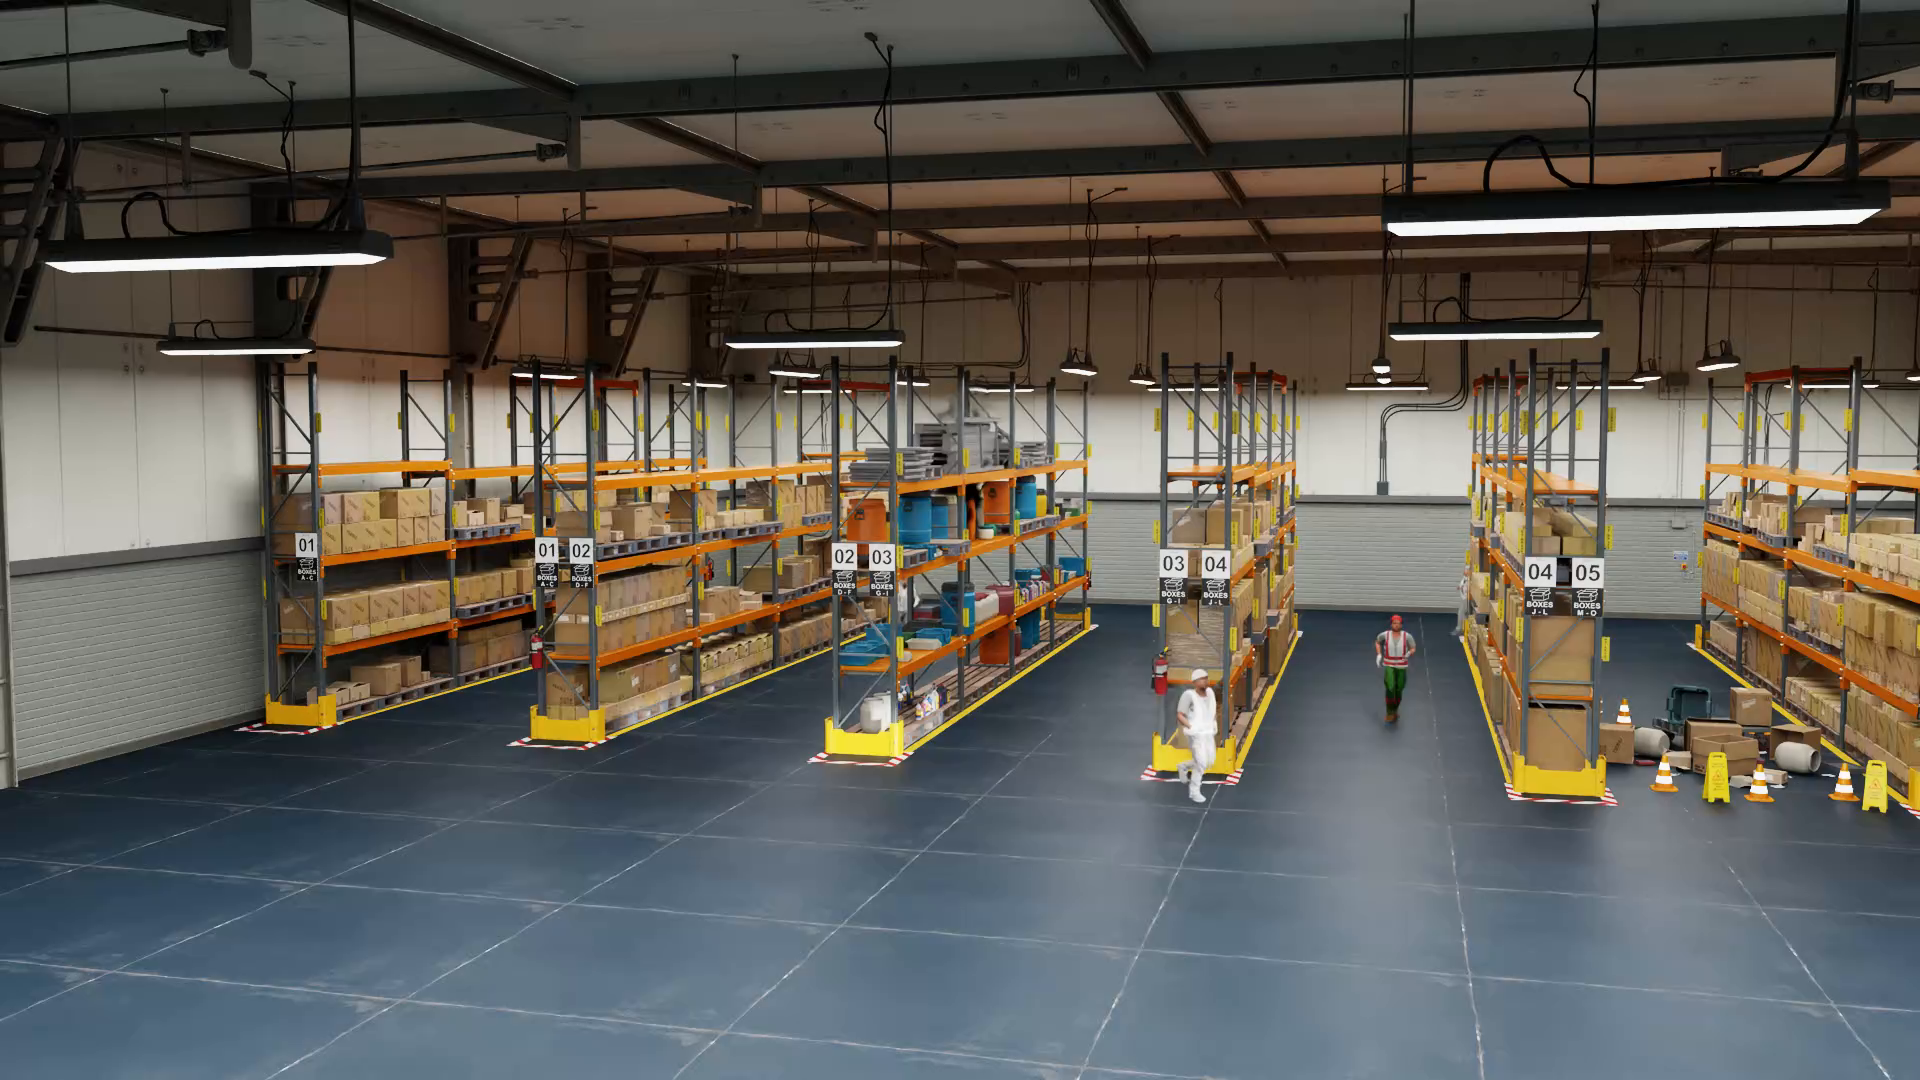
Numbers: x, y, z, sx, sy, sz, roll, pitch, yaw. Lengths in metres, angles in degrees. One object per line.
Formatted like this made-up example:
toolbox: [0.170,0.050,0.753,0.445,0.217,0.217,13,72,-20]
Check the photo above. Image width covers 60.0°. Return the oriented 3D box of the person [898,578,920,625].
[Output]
person: [-1.246,1.577,36.913,0.552,1.654,0.714,0,4,5]

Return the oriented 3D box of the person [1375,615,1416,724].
person: [7.302,2.165,27.831,0.637,1.834,0.767,0,4,7]

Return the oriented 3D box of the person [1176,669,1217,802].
person: [3.155,2.580,22.165,0.702,1.755,0.640,-3,5,-36]

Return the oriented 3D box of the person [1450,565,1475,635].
person: [12.024,1.419,39.263,0.836,1.677,0.658,1,4,9]
